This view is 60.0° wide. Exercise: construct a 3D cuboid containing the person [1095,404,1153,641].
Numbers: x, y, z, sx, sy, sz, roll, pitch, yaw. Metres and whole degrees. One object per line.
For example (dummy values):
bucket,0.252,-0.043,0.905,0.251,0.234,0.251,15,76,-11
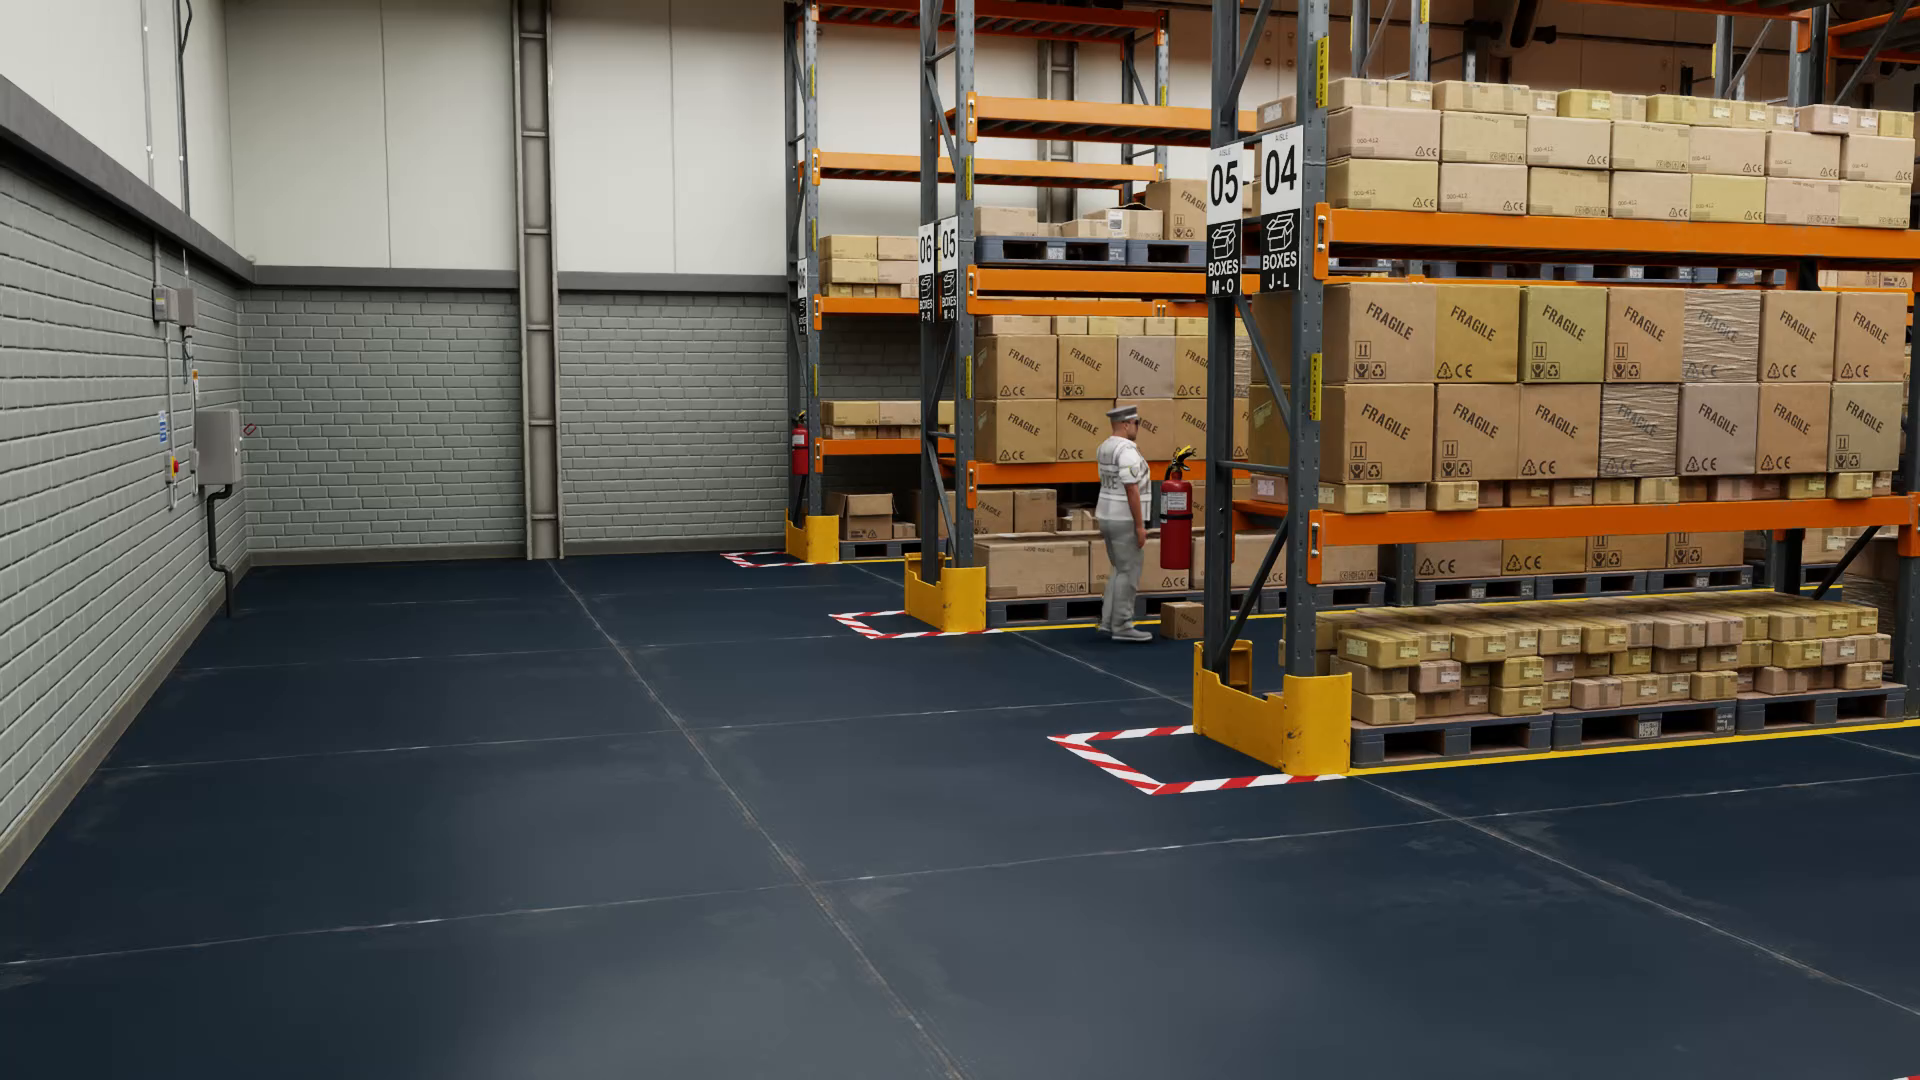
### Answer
person,1.230,-0.103,12.452,0.393,1.814,0.559,-2,6,-18
